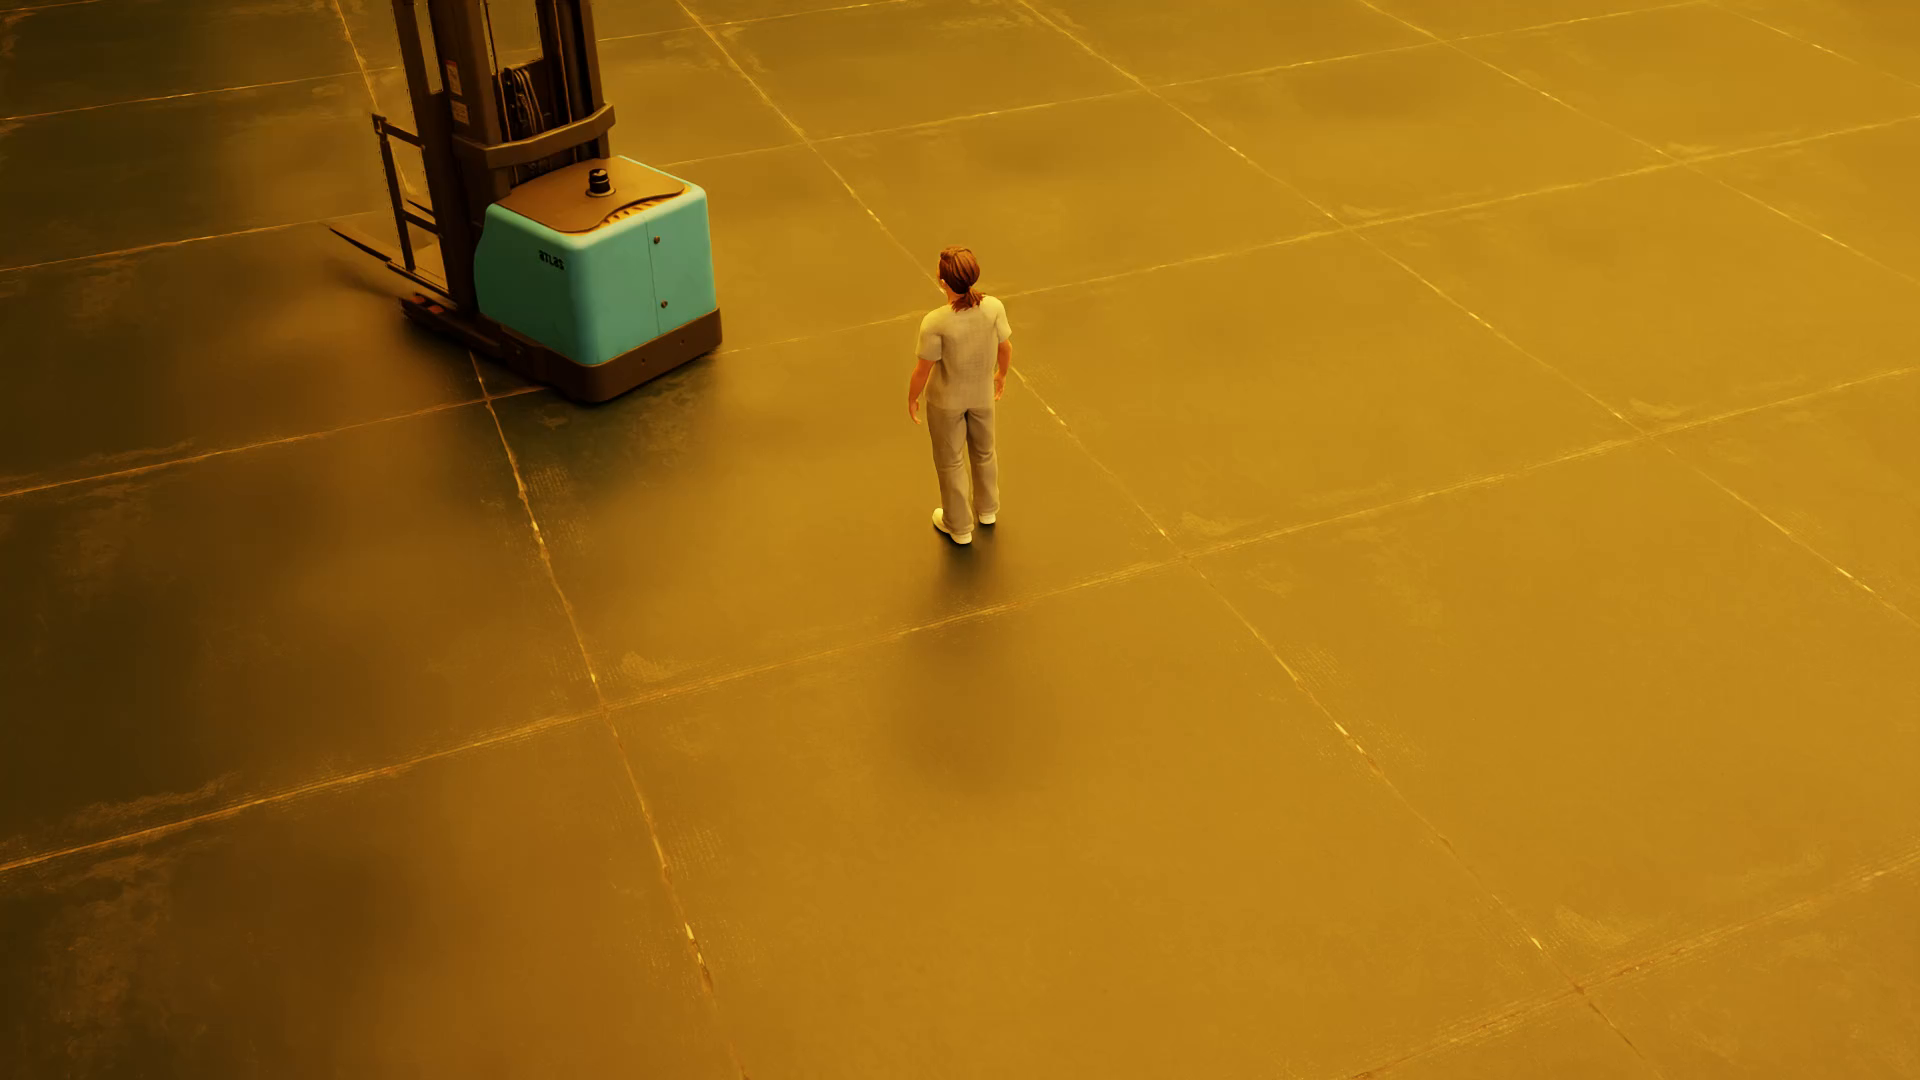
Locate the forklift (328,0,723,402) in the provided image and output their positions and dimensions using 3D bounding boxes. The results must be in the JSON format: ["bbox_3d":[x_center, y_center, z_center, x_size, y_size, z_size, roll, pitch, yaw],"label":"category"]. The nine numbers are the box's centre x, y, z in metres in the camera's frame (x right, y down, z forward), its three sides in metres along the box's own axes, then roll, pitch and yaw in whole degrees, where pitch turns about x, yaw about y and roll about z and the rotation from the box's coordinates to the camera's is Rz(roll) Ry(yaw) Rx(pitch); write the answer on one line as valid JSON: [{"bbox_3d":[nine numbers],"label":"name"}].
[{"bbox_3d":[-2.904,-2.709,9.909,3.031,2.935,1.130,27,43,32],"label":"forklift"}]

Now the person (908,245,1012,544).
[{"bbox_3d":[-0.016,-0.732,8.198,0.549,1.673,0.548,-14,38,-19],"label":"person"}]
